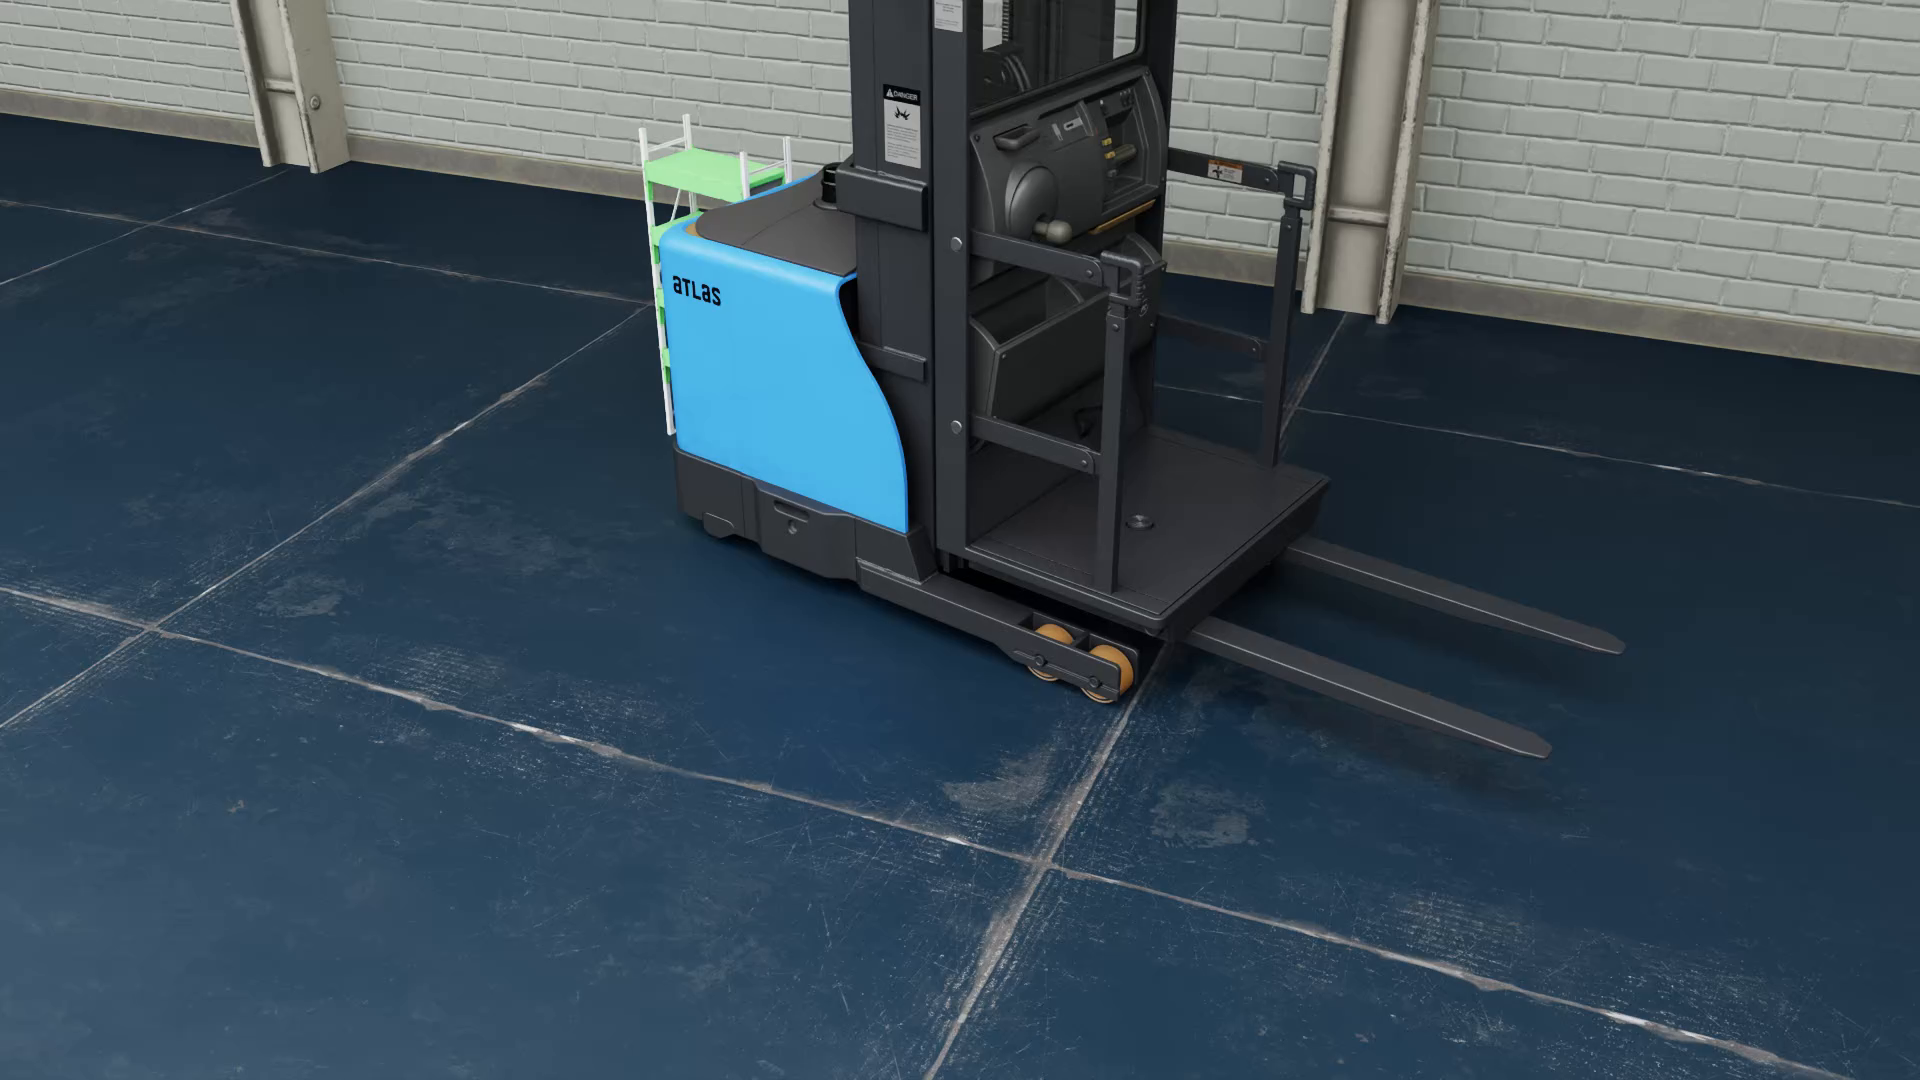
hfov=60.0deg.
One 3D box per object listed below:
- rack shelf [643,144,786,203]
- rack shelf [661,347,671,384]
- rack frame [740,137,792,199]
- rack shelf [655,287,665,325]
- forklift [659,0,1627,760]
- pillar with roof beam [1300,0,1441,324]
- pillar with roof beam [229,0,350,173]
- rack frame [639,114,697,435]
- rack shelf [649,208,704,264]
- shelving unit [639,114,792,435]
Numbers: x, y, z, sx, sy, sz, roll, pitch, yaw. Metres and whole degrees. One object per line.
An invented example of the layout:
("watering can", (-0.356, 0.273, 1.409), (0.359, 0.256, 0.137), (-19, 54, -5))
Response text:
("rack shelf", (-0.864, -1.270, 5.931), (0.480, 0.148, 0.258), (20, 35, 31))
("rack shelf", (-0.864, -0.643, 6.285), (0.480, 0.148, 0.258), (20, 35, 31))
("rack frame", (-0.669, -0.836, 6.009), (0.015, 1.200, 0.240), (20, 35, 31))
("rack shelf", (-0.864, -0.852, 6.167), (0.480, 0.148, 0.258), (20, 35, 31))
("forklift", (0.499, -1.093, 4.705), (3.031, 2.935, 1.130), (20, 35, 31))
("pillar with roof beam", (0.176, -3.028, 1.963), (0.400, 9.000, 9.100), (11, 31, 19))
("pillar with roof beam", (-5.384, -4.138, 3.926), (0.400, 9.000, 9.100), (11, 31, 19))
("rack frame", (-1.060, -0.979, 6.263), (0.015, 1.200, 0.240), (20, 35, 31))
("rack shelf", (-0.864, -1.061, 6.049), (0.480, 0.148, 0.258), (20, 35, 31))
("shelving unit", (-0.864, -0.907, 6.136), (0.503, 1.200, 0.258), (20, 35, 31))
